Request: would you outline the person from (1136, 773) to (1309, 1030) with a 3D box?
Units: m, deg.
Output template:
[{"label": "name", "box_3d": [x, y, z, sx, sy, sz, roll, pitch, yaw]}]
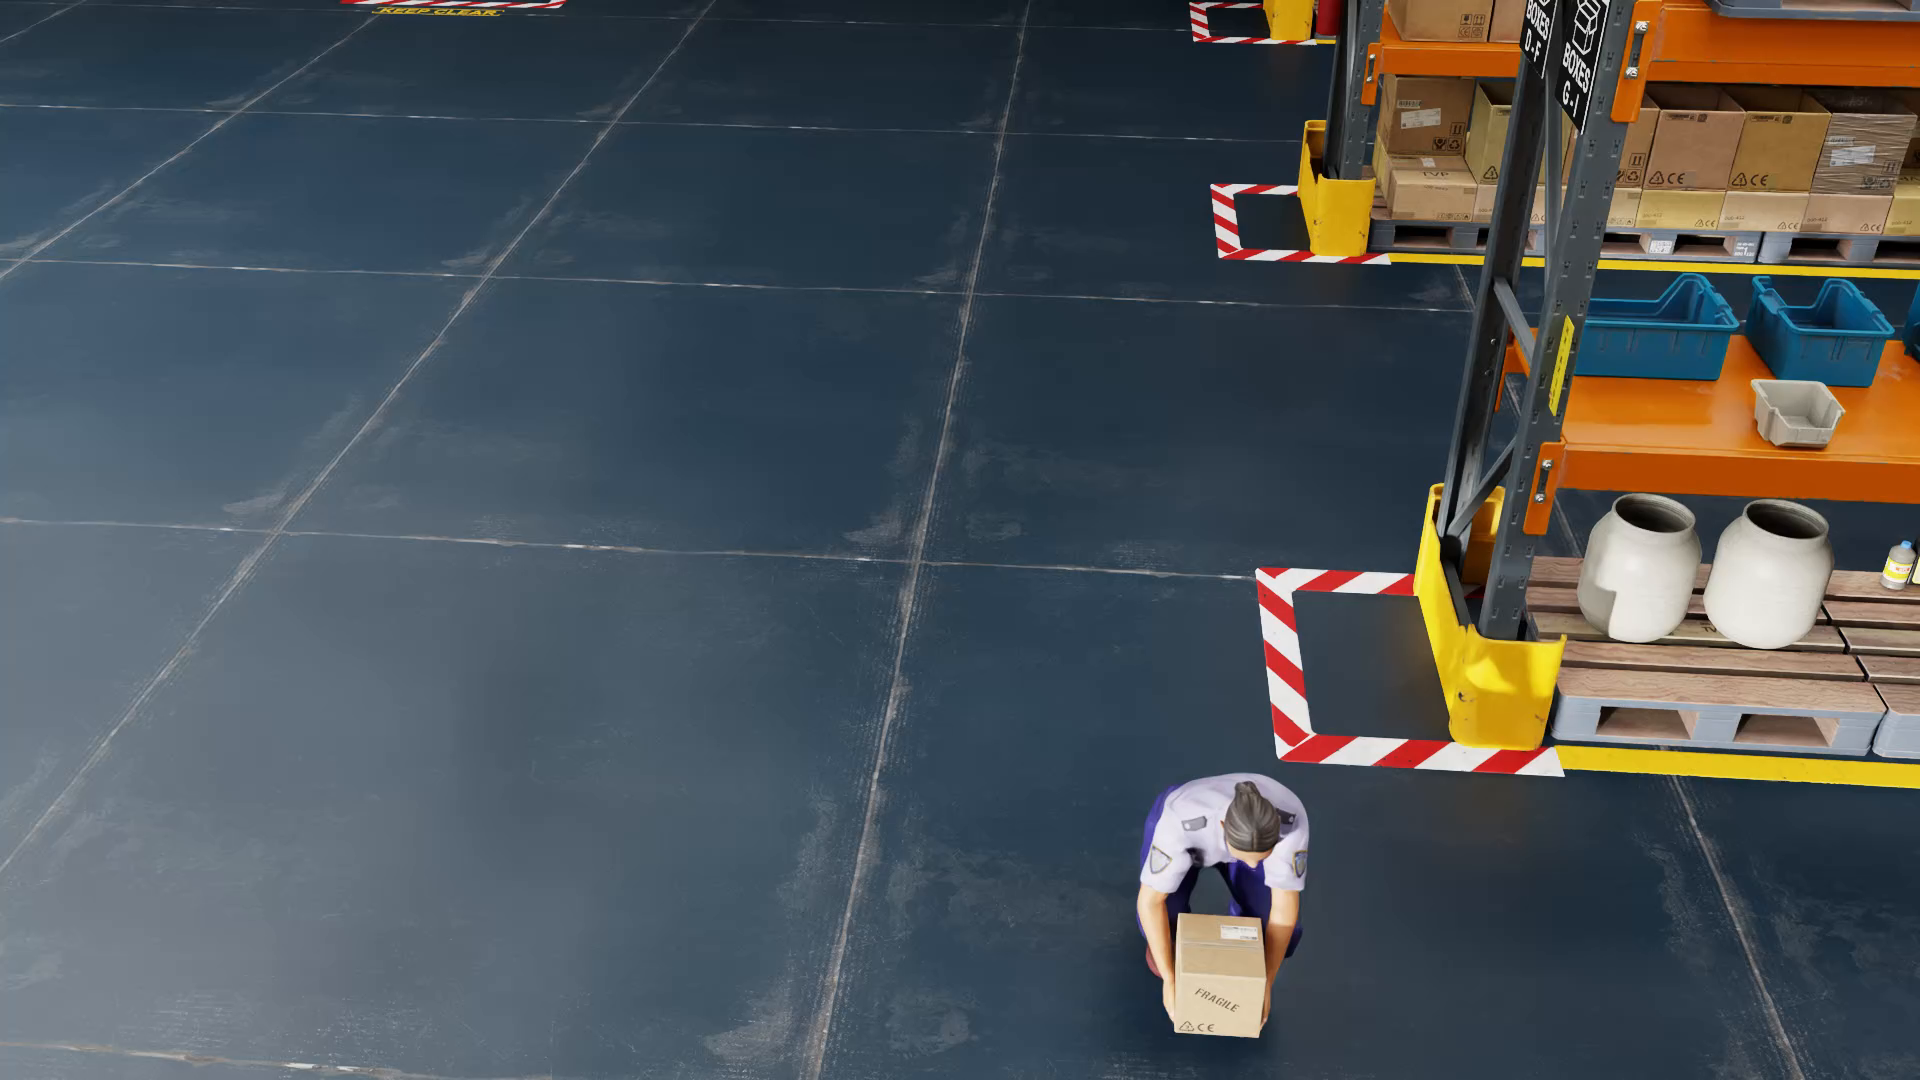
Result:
[{"label": "person", "box_3d": [0.819, 1.023, 5.214, 0.525, 0.928, 0.823, 3, 32, 4]}]
